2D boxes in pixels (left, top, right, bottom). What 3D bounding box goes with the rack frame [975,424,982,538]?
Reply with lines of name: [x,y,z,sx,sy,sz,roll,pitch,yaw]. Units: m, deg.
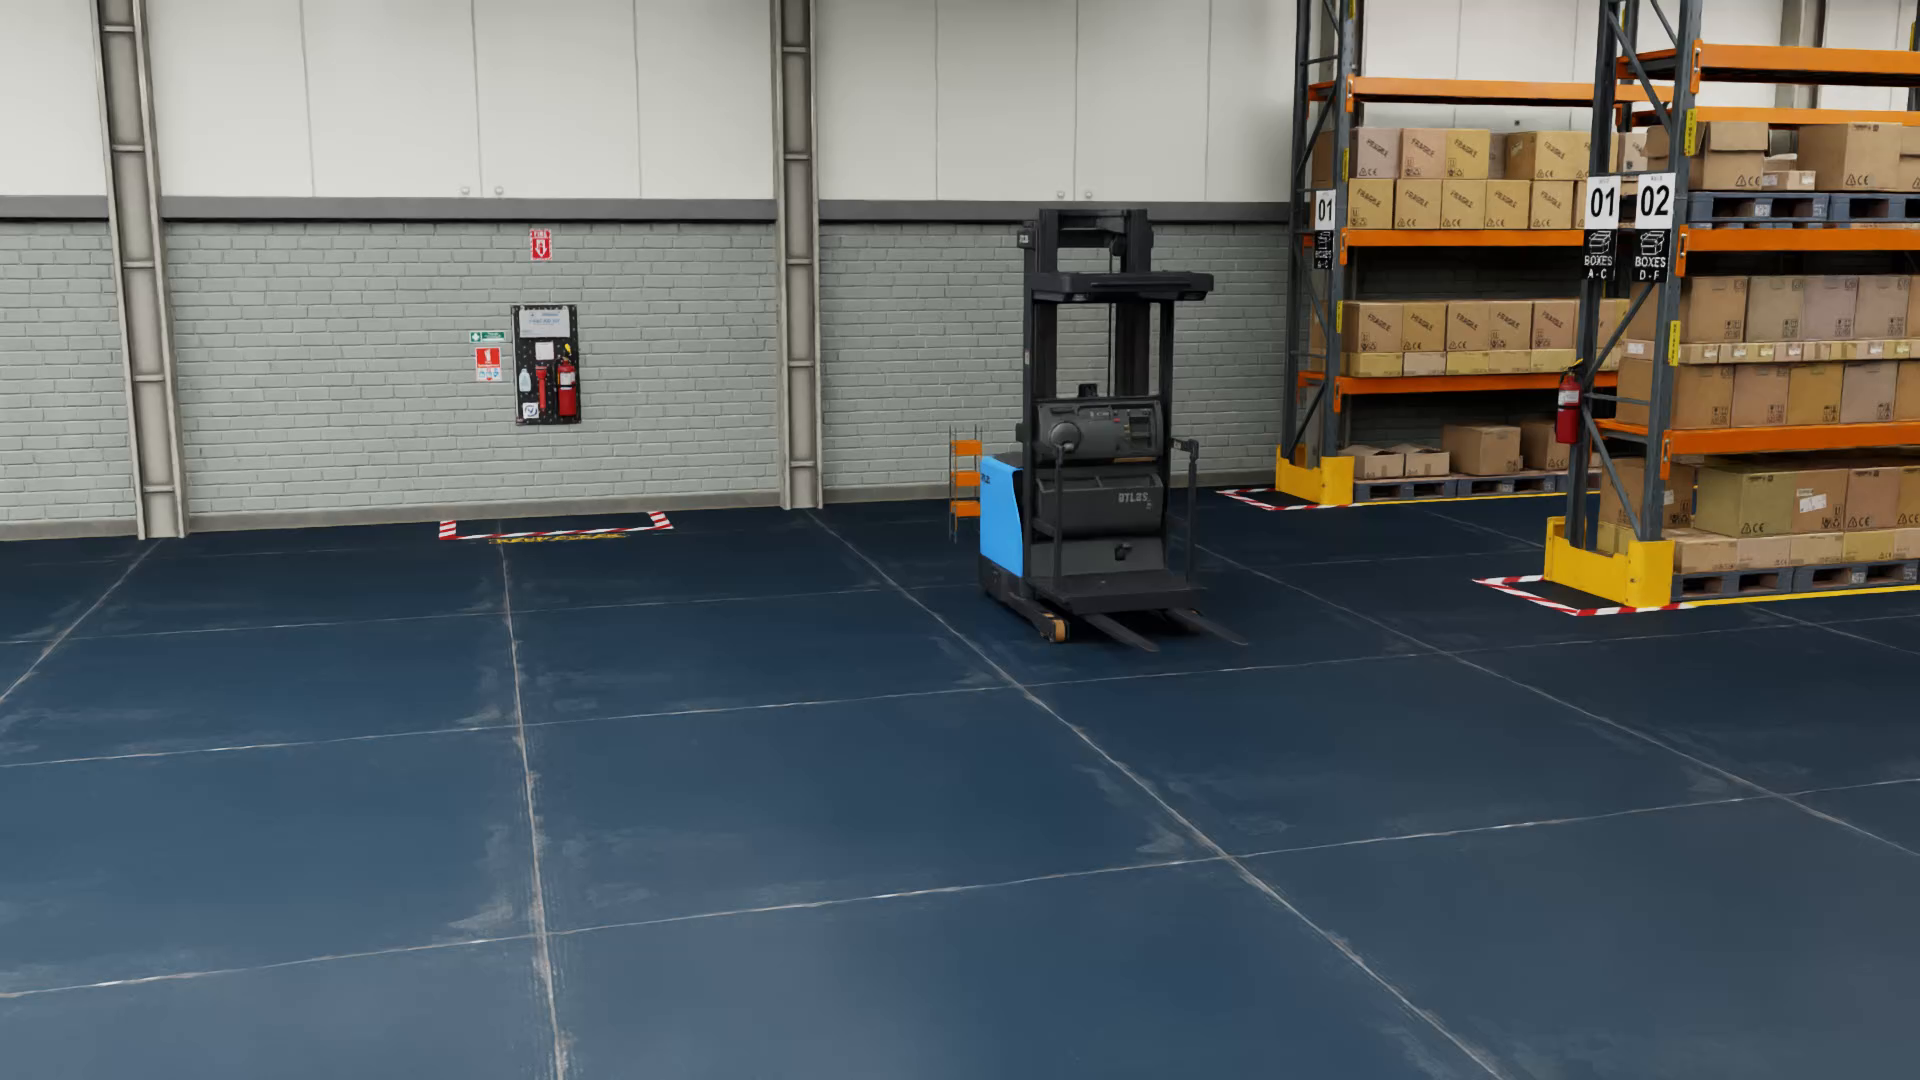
rack frame: [0.169,-0.525,15.203,0.008,1.050,0.200,-3,11,-16]

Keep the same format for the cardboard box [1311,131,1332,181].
cardboard box: [4.039,-4.028,17.469,0.500,0.500,0.500,-3,11,-13]

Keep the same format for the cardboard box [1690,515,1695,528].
cardboard box: [5.995,-0.034,13.586,0.500,0.250,0.500,-3,11,-16]

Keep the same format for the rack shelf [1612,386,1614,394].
rack shelf: [9.459,-1.885,19.191,4.000,0.370,1.077,-3,11,-16]

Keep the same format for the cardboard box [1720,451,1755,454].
cardboard box: [8.723,-1.200,19.170,0.500,0.500,0.700,-3,11,-17]

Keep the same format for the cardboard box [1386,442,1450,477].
cardboard box: [4.935,-0.877,17.942,0.500,0.311,0.500,-2,11,-11]

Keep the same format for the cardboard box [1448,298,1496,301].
cardboard box: [5.556,-2.377,18.165,0.500,0.500,0.500,-3,11,-15]

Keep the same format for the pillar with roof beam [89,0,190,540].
pillar with roof beam: [-6.190,-3.716,10.579,0.400,9.000,9.100,-3,11,-16]

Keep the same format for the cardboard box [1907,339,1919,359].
cardboard box: [7.506,-1.530,13.207,0.250,0.149,0.380,-3,11,-14]

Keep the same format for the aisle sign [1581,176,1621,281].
aisle sign: [4.941,-2.400,12.824,0.004,0.787,0.394,-3,11,-16]

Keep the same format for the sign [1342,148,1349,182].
sign: [3.850,-3.746,16.614,0.005,0.325,0.100,-3,11,-16]

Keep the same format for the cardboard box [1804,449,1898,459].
cardboard box: [7.434,-0.480,13.936,0.500,0.500,0.500,-3,11,-16]

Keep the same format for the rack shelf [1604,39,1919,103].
rack shelf: [7.006,-3.575,12.908,4.000,0.370,1.077,-3,11,-16]

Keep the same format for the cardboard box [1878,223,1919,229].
cardboard box: [10.763,-3.698,18.958,0.500,0.311,0.500,-3,11,-16]

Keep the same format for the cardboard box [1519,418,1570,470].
cardboard box: [6.553,-1.065,18.440,0.500,0.500,0.500,-4,11,-20]

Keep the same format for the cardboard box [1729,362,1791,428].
cardboard box: [6.041,-1.172,13.056,0.500,0.500,0.700,-3,11,-14]

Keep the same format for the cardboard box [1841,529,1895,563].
cardboard box: [7.104,0.007,13.359,0.500,0.250,0.500,-3,11,-16]

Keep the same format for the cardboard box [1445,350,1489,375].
cardboard box: [5.241,-1.894,17.614,0.500,0.250,0.500,-3,11,-17]

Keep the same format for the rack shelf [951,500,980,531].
rack shelf: [0.051,-0.235,15.222,0.240,0.259,0.215,-3,11,-16]

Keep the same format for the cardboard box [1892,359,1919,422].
cardboard box: [7.515,-1.250,13.477,0.500,0.500,0.700,-3,11,-15]

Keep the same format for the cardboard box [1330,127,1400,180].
cardboard box: [4.136,-3.938,16.981,0.500,0.500,0.500,-4,11,-20]

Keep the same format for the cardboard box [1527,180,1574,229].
cardboard box: [6.112,-3.545,17.607,0.500,0.500,0.500,-3,11,-18]

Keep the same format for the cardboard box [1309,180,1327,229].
cardboard box: [4.028,-3.535,17.548,0.500,0.500,0.500,-2,11,-12]

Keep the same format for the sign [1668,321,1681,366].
sign: [5.236,-1.442,12.189,0.005,0.325,0.100,-3,11,-16]

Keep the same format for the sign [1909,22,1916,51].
sign: [11.221,-5.924,19.557,0.005,0.325,0.100,-3,11,-16]

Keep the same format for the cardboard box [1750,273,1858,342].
cardboard box: [6.576,-1.839,13.094,0.500,0.500,0.700,-3,11,-16]

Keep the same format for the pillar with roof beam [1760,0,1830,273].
pillar with roof beam: [11.092,-4.627,15.527,0.400,9.000,9.100,-3,11,-16]

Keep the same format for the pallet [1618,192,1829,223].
pallet: [5.772,-2.537,12.707,1.213,0.211,1.003,-3,11,-16]

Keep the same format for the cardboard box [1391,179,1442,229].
cardboard box: [4.615,-3.464,17.164,0.500,0.500,0.500,-2,11,-12]

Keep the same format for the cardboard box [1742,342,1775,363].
cardboard box: [6.016,-1.451,12.779,0.250,0.149,0.380,-3,11,-16]

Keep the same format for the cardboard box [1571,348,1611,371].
cardboard box: [6.688,-1.973,18.043,0.500,0.250,0.500,-3,11,-16]

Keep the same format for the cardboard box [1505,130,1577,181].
cardboard box: [6.112,-4.033,17.496,0.500,0.500,0.500,-3,11,-18]

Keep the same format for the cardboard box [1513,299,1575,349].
cardboard box: [6.207,-2.315,17.827,0.500,0.500,0.500,-3,11,-18]

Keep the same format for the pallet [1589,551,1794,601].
pallet: [5.809,0.251,13.302,1.213,0.211,1.003,-3,11,-16]

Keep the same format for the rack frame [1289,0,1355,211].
rack frame: [3.698,-4.886,16.934,0.127,3.000,1.000,-3,11,-16]

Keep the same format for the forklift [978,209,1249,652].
forklift: [1.060,-0.813,11.570,1.130,2.935,3.031,-3,11,-17]

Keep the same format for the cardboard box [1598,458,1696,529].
cardboard box: [5.518,-0.376,13.372,0.500,0.500,0.500,-3,11,-16]

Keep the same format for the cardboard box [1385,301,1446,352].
cardboard box: [4.718,-2.235,17.395,0.500,0.500,0.500,-3,11,-16]

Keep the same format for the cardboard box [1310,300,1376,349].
cardboard box: [4.091,-2.301,17.751,0.500,0.500,0.500,-3,11,-17]

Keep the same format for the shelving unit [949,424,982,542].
shelving unit: [0.051,-0.519,15.170,0.252,1.050,0.215,-3,11,-16]

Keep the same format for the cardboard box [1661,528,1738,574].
cardboard box: [5.663,0.083,12.949,0.500,0.250,0.500,-3,11,-16]

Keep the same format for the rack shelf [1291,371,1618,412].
rack shelf: [5.618,-1.683,18.092,4.000,0.370,1.077,-3,11,-16]

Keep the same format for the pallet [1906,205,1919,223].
pallet: [8.115,-2.661,13.377,1.213,0.211,1.003,-3,11,-16]

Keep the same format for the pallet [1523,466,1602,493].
pallet: [6.904,-0.726,18.611,1.213,0.211,1.003,-3,11,-16]

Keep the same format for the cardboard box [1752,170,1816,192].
cardboard box: [6.265,-2.730,12.658,0.250,0.149,0.380,-3,11,-16]

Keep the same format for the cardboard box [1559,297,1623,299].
cardboard box: [7.029,-2.455,18.588,0.500,0.500,0.500,-3,11,-17]

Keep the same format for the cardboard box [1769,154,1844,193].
cardboard box: [6.652,-2.913,13.204,0.500,0.311,0.500,-2,11,-9]

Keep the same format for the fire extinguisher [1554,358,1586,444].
fire extinguisher: [4.843,-1.111,13.213,0.183,0.674,0.296,-3,11,-16]

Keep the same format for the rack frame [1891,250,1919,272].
rack frame: [11.379,-2.340,19.676,0.127,3.000,1.000,-3,11,-16]

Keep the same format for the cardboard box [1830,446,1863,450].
cardboard box: [10.175,-1.276,19.583,0.500,0.500,0.700,-3,11,-16]

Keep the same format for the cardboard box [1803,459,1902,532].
cardboard box: [7.104,-0.361,13.290,0.500,0.500,0.500,-3,11,-16]

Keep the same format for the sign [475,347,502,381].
sign: [-4.576,-1.706,16.136,0.234,0.329,0.001,-3,11,-16]

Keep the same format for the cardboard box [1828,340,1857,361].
cardboard box: [6.759,-1.490,12.993,0.250,0.149,0.380,-3,11,-17]
